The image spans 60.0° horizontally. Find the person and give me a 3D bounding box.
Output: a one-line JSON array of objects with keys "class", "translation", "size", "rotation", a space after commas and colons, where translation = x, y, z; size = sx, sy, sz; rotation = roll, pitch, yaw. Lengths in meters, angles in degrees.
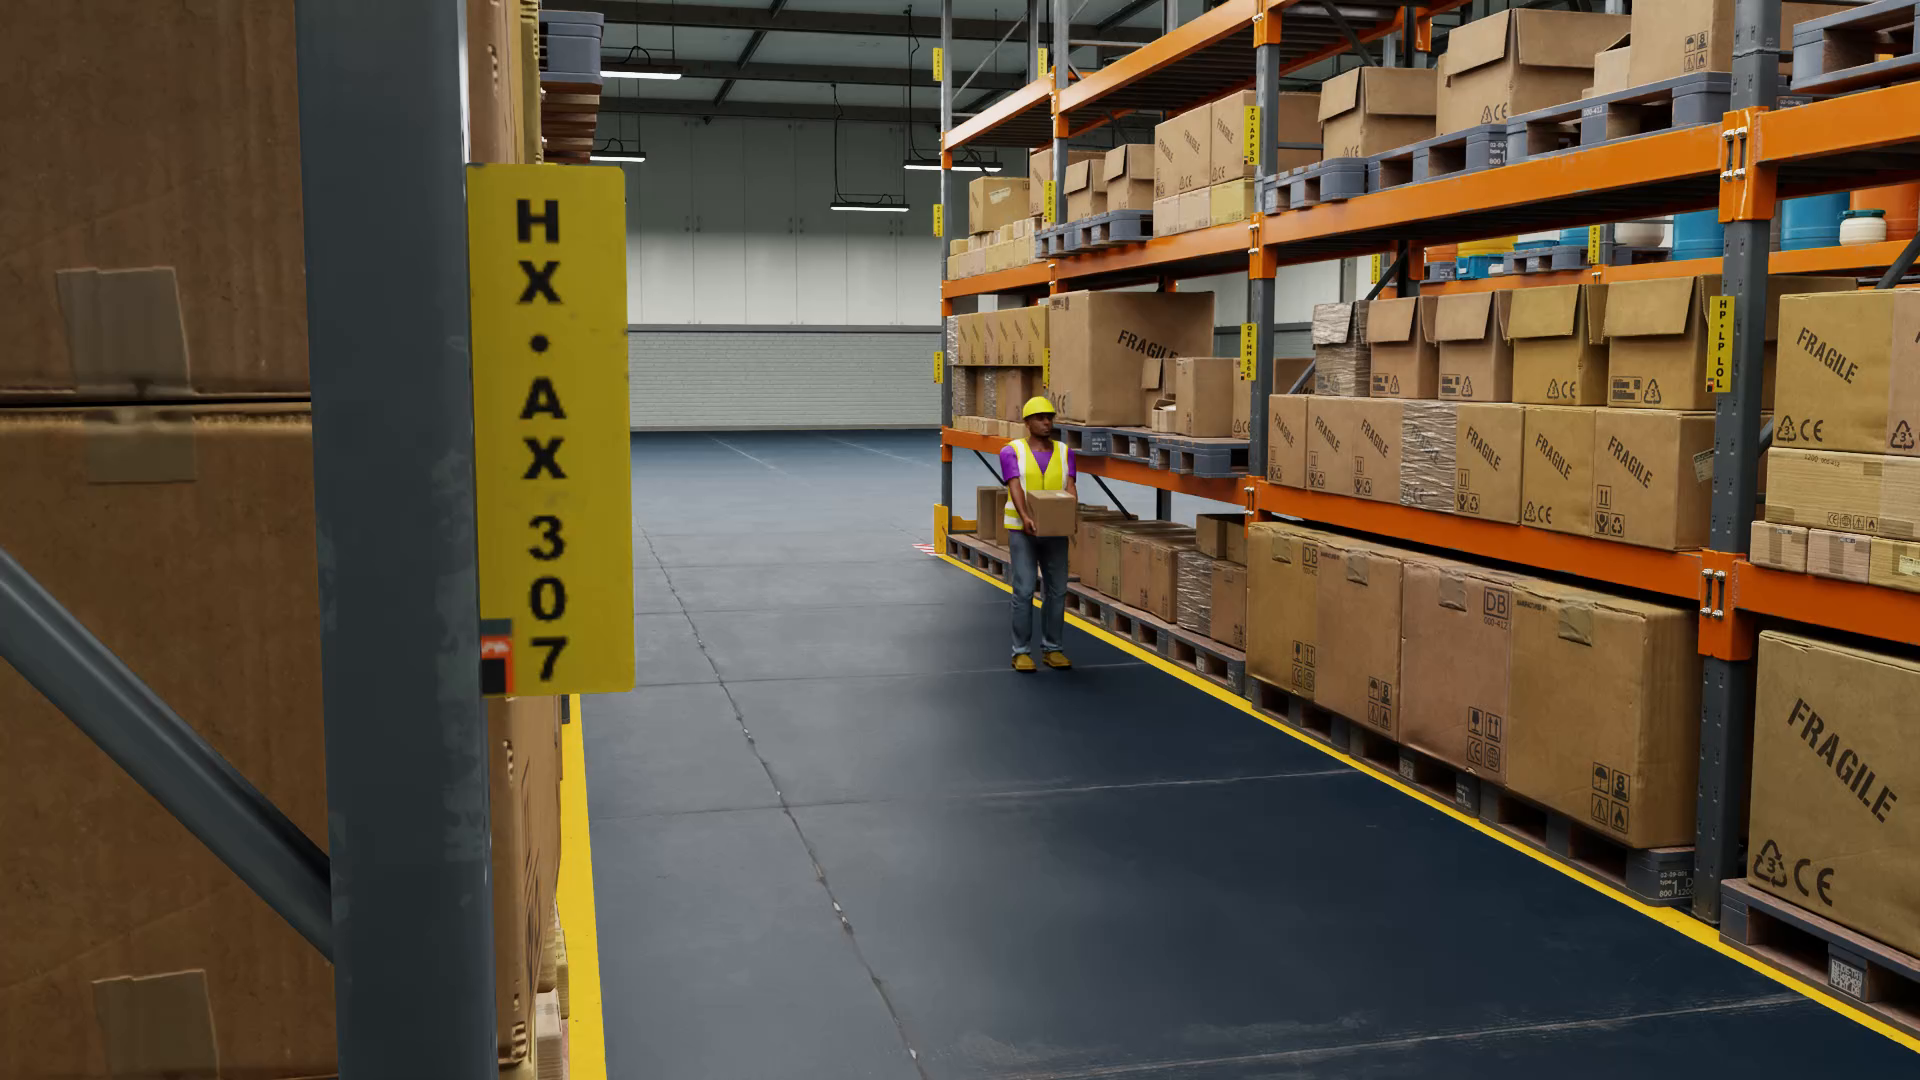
[{"class": "person", "translation": [0.541, -0.039, 10.741], "size": [0.503, 1.760, 0.576], "rotation": [-2, 6, -15]}]
